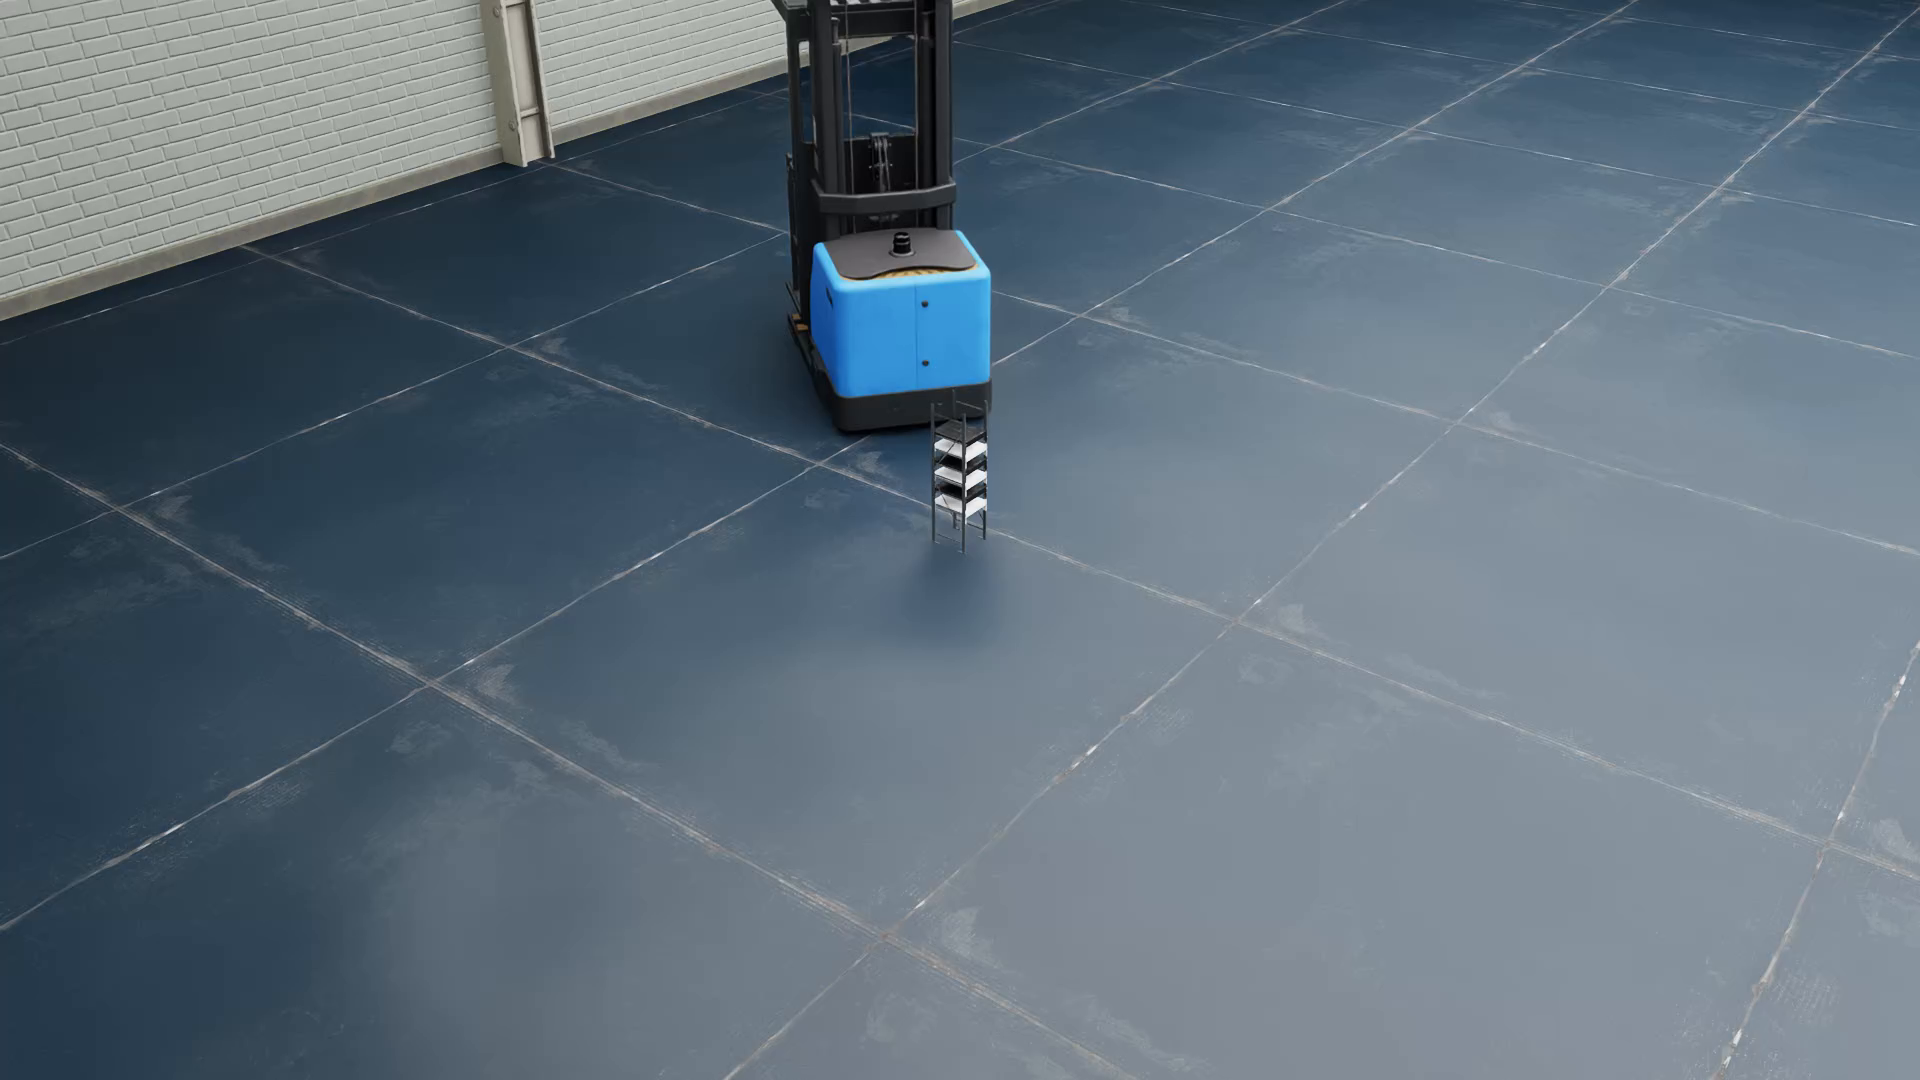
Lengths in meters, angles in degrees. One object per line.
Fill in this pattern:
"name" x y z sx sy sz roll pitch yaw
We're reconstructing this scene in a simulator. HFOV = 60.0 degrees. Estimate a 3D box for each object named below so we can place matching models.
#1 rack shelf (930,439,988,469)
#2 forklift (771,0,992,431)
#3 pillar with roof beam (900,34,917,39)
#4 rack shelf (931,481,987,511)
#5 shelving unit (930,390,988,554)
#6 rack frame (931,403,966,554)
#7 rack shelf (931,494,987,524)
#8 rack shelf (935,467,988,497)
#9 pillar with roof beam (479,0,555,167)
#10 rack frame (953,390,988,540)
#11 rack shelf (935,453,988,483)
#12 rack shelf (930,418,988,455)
"rack shelf" -0.005 -0.510 9.440 0.258 0.077 0.200 21 37 31
"forklift" -0.648 -2.709 11.447 1.130 2.935 3.031 -7 31 -12
"pillar with roof beam" 2.930 -8.629 15.484 9.100 9.000 0.400 21 37 31
"rack shelf" -0.005 -0.278 9.578 0.258 0.077 0.200 21 37 31
"shelving unit" -0.005 -0.384 9.515 0.258 0.900 0.210 21 37 31
"rack frame" -0.066 -0.342 9.445 0.240 0.900 0.006 21 37 31
"rack shelf" -0.005 -0.200 9.624 0.258 0.077 0.200 21 37 31
"rack shelf" -0.005 -0.355 9.532 0.258 0.077 0.200 21 37 31
"pillar with roof beam" -0.692 -6.190 11.369 9.100 9.000 0.400 21 37 31
"rack frame" 0.056 -0.425 9.585 0.240 0.900 0.006 21 37 31
"rack shelf" -0.005 -0.433 9.486 0.258 0.077 0.200 21 37 31
"rack shelf" -0.005 -0.587 9.394 0.258 0.077 0.200 21 37 31
